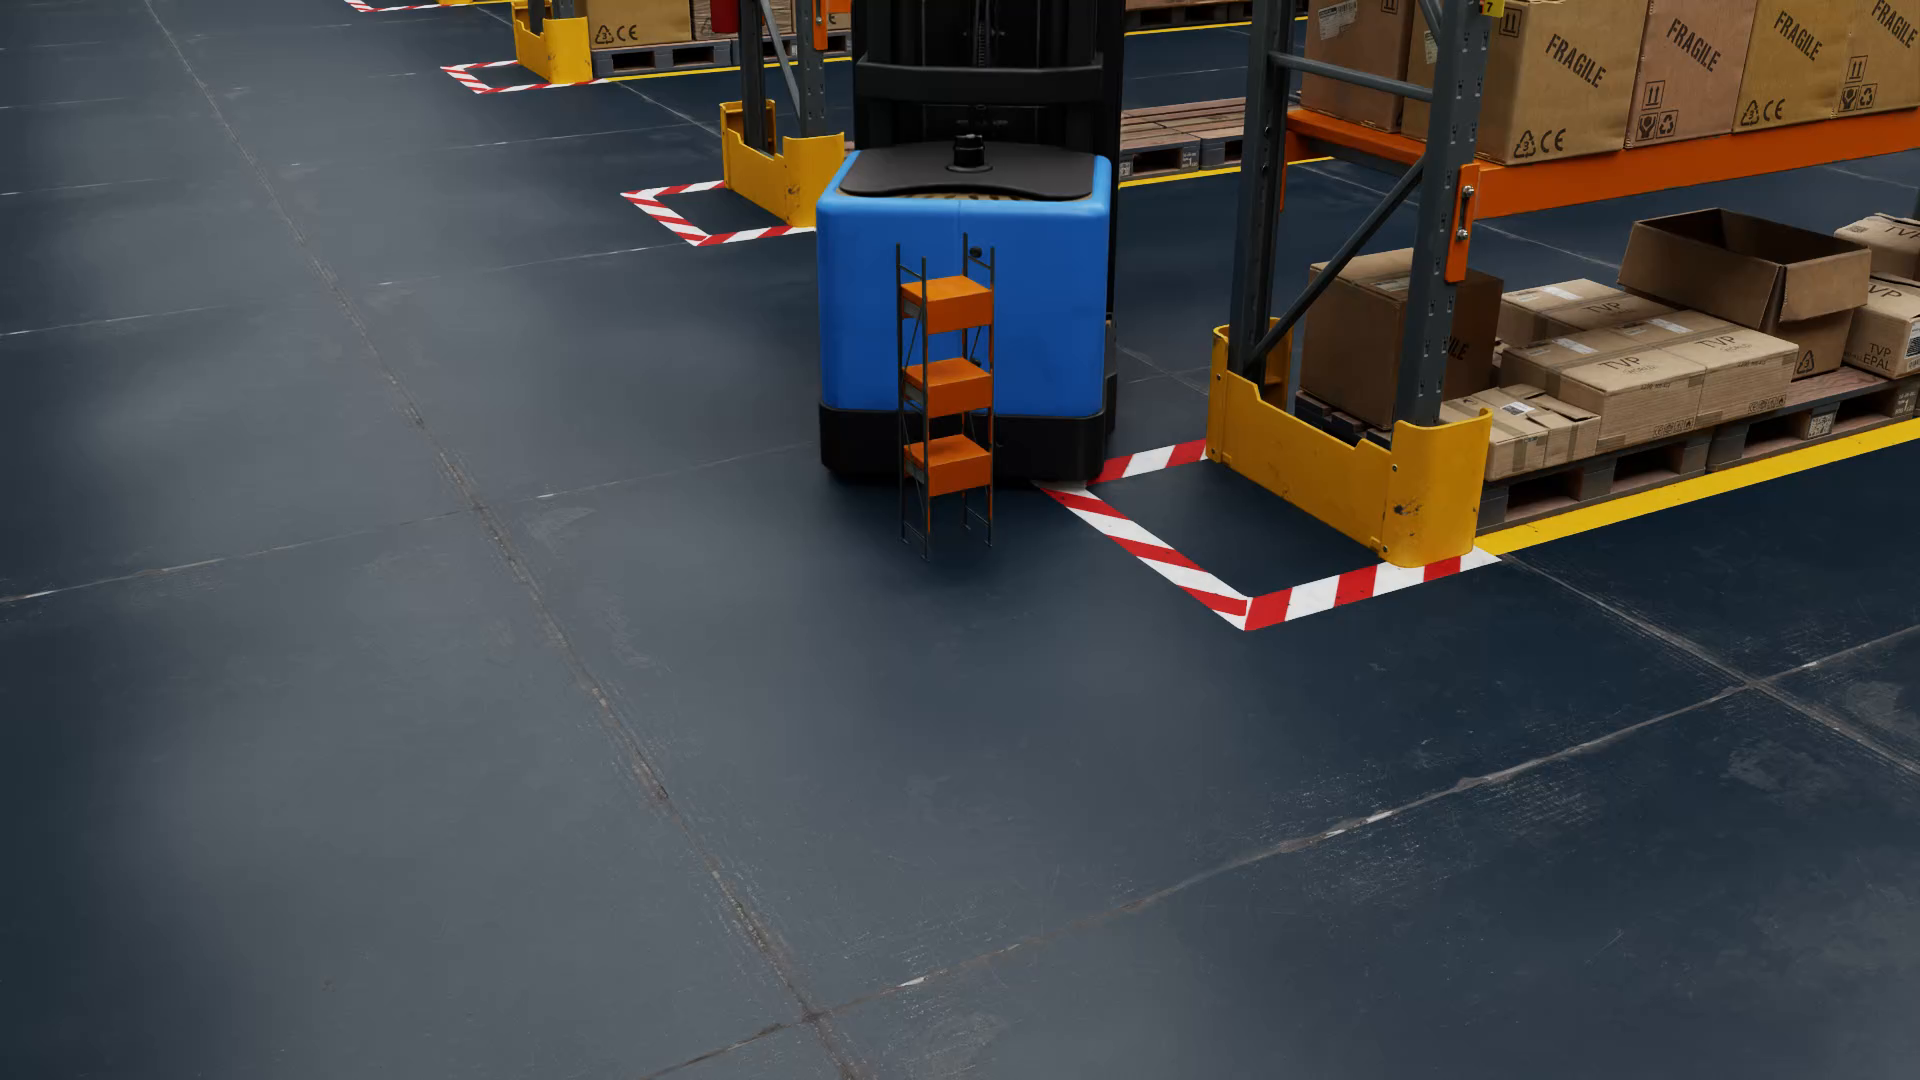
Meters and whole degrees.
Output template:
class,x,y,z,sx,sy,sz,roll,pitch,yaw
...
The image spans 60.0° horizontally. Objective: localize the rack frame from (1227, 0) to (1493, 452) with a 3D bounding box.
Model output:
class,x,y,z,sx,sy,sz,roll,pitch,yaw
rack frame,1.286,-1.490,5.389,0.127,3.000,1.000,-13,29,-25

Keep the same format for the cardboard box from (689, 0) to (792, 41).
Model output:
class,x,y,z,sx,sy,sz,roll,pitch,yaw
cardboard box,-2.042,-4.852,14.360,0.875,0.875,0.875,-13,29,-25

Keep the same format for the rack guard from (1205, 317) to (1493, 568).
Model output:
class,x,y,z,sx,sy,sz,roll,pitch,yaw
rack guard,1.353,-0.379,5.962,0.348,0.500,1.175,-13,29,-25

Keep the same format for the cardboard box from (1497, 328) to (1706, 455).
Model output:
class,x,y,z,sx,sy,sz,roll,pitch,yaw
cardboard box,2.340,-0.553,6.106,0.500,0.250,0.500,-13,29,-25

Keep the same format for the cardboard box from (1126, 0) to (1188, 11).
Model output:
class,x,y,z,sx,sy,sz,roll,pitch,yaw
cardboard box,1.500,-5.641,16.003,0.875,0.875,1.225,-14,29,-27

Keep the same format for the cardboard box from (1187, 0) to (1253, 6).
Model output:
class,x,y,z,sx,sy,sz,roll,pitch,yaw
cardboard box,2.278,-5.824,16.385,0.875,0.875,1.225,-13,29,-25

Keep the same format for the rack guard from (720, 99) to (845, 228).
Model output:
class,x,y,z,sx,sy,sz,roll,pitch,yaw
rack guard,-1.057,-2.246,9.851,0.348,0.500,1.175,-13,29,-25

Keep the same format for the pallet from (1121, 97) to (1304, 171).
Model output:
class,x,y,z,sx,sy,sz,roll,pitch,yaw
pallet,1.857,-2.776,11.288,1.213,0.211,1.003,-13,29,-25

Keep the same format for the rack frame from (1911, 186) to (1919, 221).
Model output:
class,x,y,z,sx,sy,sz,roll,pitch,yaw
rack frame,4.815,-2.305,7.085,0.127,3.000,1.000,-13,29,-25

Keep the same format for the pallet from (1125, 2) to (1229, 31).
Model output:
class,x,y,z,sx,sy,sz,roll,pitch,yaw
pallet,1.880,-5.268,16.479,1.213,0.211,1.003,-13,29,-25

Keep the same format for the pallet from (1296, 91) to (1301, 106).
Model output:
class,x,y,z,sx,sy,sz,roll,pitch,yaw
pallet,3.188,-3.082,11.925,1.213,0.211,1.003,-13,29,-25

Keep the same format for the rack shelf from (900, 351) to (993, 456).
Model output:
class,x,y,z,sx,sy,sz,roll,pitch,yaw
rack shelf,-0.047,-0.453,5.505,0.240,0.259,0.215,-13,29,-25

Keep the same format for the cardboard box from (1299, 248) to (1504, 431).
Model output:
class,x,y,z,sx,sy,sz,roll,pitch,yaw
cardboard box,1.650,-0.767,6.261,0.500,0.500,0.500,-13,29,-25

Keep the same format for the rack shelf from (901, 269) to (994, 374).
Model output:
class,x,y,z,sx,sy,sz,roll,pitch,yaw
rack shelf,-0.047,-0.709,5.382,0.240,0.259,0.215,-13,29,-25

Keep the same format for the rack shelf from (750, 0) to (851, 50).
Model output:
class,x,y,z,sx,sy,sz,roll,pitch,yaw
rack shelf,0.723,-3.466,10.334,4.000,0.370,1.077,-13,29,-25

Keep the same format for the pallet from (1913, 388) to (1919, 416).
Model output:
class,x,y,z,sx,sy,sz,roll,pitch,yaw
pallet,4.209,-0.908,7.399,1.213,0.211,1.003,-13,29,-25

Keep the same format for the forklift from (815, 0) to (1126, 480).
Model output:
class,x,y,z,sx,sy,sz,roll,pitch,yaw
forklift,0.134,-2.144,6.829,1.130,2.935,3.031,2,26,5

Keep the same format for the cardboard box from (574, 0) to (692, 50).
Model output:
class,x,y,z,sx,sy,sz,roll,pitch,yaw
cardboard box,-2.845,-4.667,13.974,0.875,0.875,0.875,-13,29,-25

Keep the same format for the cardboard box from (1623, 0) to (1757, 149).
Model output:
class,x,y,z,sx,sy,sz,roll,pitch,yaw
cardboard box,2.254,-1.632,5.569,0.500,0.500,0.500,-13,29,-26

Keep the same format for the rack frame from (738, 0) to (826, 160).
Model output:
class,x,y,z,sx,sy,sz,roll,pitch,yaw
rack frame,-1.042,-3.383,9.330,0.127,3.000,1.000,-13,29,-25

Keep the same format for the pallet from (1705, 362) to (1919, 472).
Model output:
class,x,y,z,sx,sy,sz,roll,pitch,yaw
pallet,3.131,-0.658,6.877,1.213,0.211,1.003,-13,29,-25

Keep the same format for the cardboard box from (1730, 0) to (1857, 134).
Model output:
class,x,y,z,sx,sy,sz,roll,pitch,yaw
cardboard box,2.698,-1.733,5.779,0.500,0.500,0.500,-13,29,-25

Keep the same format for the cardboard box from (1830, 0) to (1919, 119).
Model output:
class,x,y,z,sx,sy,sz,roll,pitch,yaw
cardboard box,3.140,-1.835,5.990,0.500,0.500,0.500,-13,28,-24

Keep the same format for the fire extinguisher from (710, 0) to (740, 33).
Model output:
class,x,y,z,sx,sy,sz,roll,pitch,yaw
fire extinguisher,-1.389,-3.323,9.725,0.183,0.674,0.296,-13,29,-25

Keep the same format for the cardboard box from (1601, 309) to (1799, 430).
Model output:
class,x,y,z,sx,sy,sz,roll,pitch,yaw
cardboard box,2.781,-0.655,6.318,0.500,0.250,0.500,-13,29,-25

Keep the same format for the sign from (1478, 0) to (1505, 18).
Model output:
class,x,y,z,sx,sy,sz,roll,pitch,yaw
sign,1.541,-1.674,4.770,0.005,0.325,0.100,-13,29,-25

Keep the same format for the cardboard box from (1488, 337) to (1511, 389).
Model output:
class,x,y,z,sx,sy,sz,roll,pitch,yaw
cardboard box,2.049,-0.664,6.434,0.250,0.166,0.380,-13,29,-25

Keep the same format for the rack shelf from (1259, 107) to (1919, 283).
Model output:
class,x,y,z,sx,sy,sz,roll,pitch,yaw
rack shelf,3.051,-1.573,6.393,4.000,0.370,1.077,-13,29,-25

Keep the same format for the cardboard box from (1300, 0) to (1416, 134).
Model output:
class,x,y,z,sx,sy,sz,roll,pitch,yaw
cardboard box,1.553,-1.731,5.774,0.500,0.500,0.500,-12,28,-24

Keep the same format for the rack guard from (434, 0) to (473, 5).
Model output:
class,x,y,z,sx,sy,sz,roll,pitch,yaw
rack guard,-5.550,-6.078,17.832,0.348,0.500,1.175,-13,29,-25

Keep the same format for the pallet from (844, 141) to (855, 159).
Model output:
class,x,y,z,sx,sy,sz,roll,pitch,yaw
pallet,-0.296,-2.279,10.253,1.213,0.211,1.003,-13,29,-25

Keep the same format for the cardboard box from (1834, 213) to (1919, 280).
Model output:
class,x,y,z,sx,sy,sz,roll,pitch,yaw
cardboard box,4.343,-1.288,7.566,0.500,0.311,0.500,-13,29,-25

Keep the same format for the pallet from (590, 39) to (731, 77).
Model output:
class,x,y,z,sx,sy,sz,roll,pitch,yaw
pallet,-2.704,-4.210,14.275,1.213,0.211,1.003,-13,29,-25

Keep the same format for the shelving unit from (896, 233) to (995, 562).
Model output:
class,x,y,z,sx,sy,sz,roll,pitch,yaw
shelving unit,-0.047,-0.462,5.500,0.252,1.050,0.215,-13,29,-25

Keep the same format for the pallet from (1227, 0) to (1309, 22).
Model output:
class,x,y,z,sx,sy,sz,roll,pitch,yaw
pallet,2.955,-5.515,16.993,1.213,0.211,1.003,-13,29,-25

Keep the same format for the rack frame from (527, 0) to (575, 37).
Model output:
class,x,y,z,sx,sy,sz,roll,pitch,yaw
rack frame,-3.372,-5.275,13.270,0.127,3.000,1.000,-13,29,-25

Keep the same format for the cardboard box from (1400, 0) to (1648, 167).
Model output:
class,x,y,z,sx,sy,sz,roll,pitch,yaw
cardboard box,1.801,-1.525,5.346,0.500,0.500,0.500,-12,28,-24

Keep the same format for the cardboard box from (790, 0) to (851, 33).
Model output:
class,x,y,z,sx,sy,sz,roll,pitch,yaw
cardboard box,-1.257,-5.034,14.738,0.875,0.875,0.875,-13,29,-25

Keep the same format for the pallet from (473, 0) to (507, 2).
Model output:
class,x,y,z,sx,sy,sz,roll,pitch,yaw
pallet,-4.817,-6.100,18.211,1.213,0.211,1.003,-13,29,-25

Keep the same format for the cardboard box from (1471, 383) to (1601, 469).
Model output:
class,x,y,z,sx,sy,sz,roll,pitch,yaw
cardboard box,2.038,-0.416,5.917,0.250,0.166,0.380,-13,29,-25

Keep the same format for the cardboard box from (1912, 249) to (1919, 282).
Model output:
class,x,y,z,sx,sy,sz,roll,pitch,yaw
cardboard box,4.446,-1.152,7.064,0.500,0.500,0.500,-13,29,-25

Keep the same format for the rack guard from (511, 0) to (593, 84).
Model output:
class,x,y,z,sx,sy,sz,roll,pitch,yaw
rack guard,-3.394,-4.143,13.801,0.348,0.500,1.175,-13,29,-25

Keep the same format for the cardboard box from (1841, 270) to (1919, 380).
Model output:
class,x,y,z,sx,sy,sz,roll,pitch,yaw
cardboard box,3.784,-0.914,6.787,0.500,0.311,0.500,-13,29,-25

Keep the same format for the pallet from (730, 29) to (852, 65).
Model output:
class,x,y,z,sx,sy,sz,roll,pitch,yaw
pallet,-1.629,-4.457,14.789,1.213,0.211,1.003,-13,29,-25

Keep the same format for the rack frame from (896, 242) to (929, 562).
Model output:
class,x,y,z,sx,sy,sz,roll,pitch,yaw
rack frame,-0.155,-0.438,5.448,0.008,1.050,0.200,-13,29,-25

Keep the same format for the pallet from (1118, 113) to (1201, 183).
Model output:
class,x,y,z,sx,sy,sz,roll,pitch,yaw
pallet,0.779,-2.526,10.767,1.213,0.211,1.003,-13,29,-25

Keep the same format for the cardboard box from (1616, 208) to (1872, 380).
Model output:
class,x,y,z,sx,sy,sz,roll,pitch,yaw
cardboard box,3.160,-0.993,6.730,0.637,0.503,0.797,-13,29,-25

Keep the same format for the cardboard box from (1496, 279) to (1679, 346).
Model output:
class,x,y,z,sx,sy,sz,roll,pitch,yaw
cardboard box,2.502,-0.836,6.694,0.500,0.250,0.500,-13,29,-25

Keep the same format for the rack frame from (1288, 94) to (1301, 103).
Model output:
class,x,y,z,sx,sy,sz,roll,pitch,yaw
rack frame,2.488,-4.198,11.027,0.127,3.000,1.000,-13,29,-25

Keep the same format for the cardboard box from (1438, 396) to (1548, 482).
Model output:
class,x,y,z,sx,sy,sz,roll,pitch,yaw
cardboard box,1.817,-0.358,5.815,0.250,0.149,0.380,-13,29,-25

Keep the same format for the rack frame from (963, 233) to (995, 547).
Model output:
class,x,y,z,sx,sy,sz,roll,pitch,yaw
rack frame,0.060,-0.487,5.552,0.008,1.050,0.200,-13,29,-25

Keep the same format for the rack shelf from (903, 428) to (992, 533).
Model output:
class,x,y,z,sx,sy,sz,roll,pitch,yaw
rack shelf,-0.047,-0.202,5.625,0.240,0.259,0.215,-13,29,-25

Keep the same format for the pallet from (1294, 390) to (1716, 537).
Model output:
class,x,y,z,sx,sy,sz,roll,pitch,yaw
pallet,2.056,-0.411,6.363,1.213,0.211,1.003,-13,29,-25
